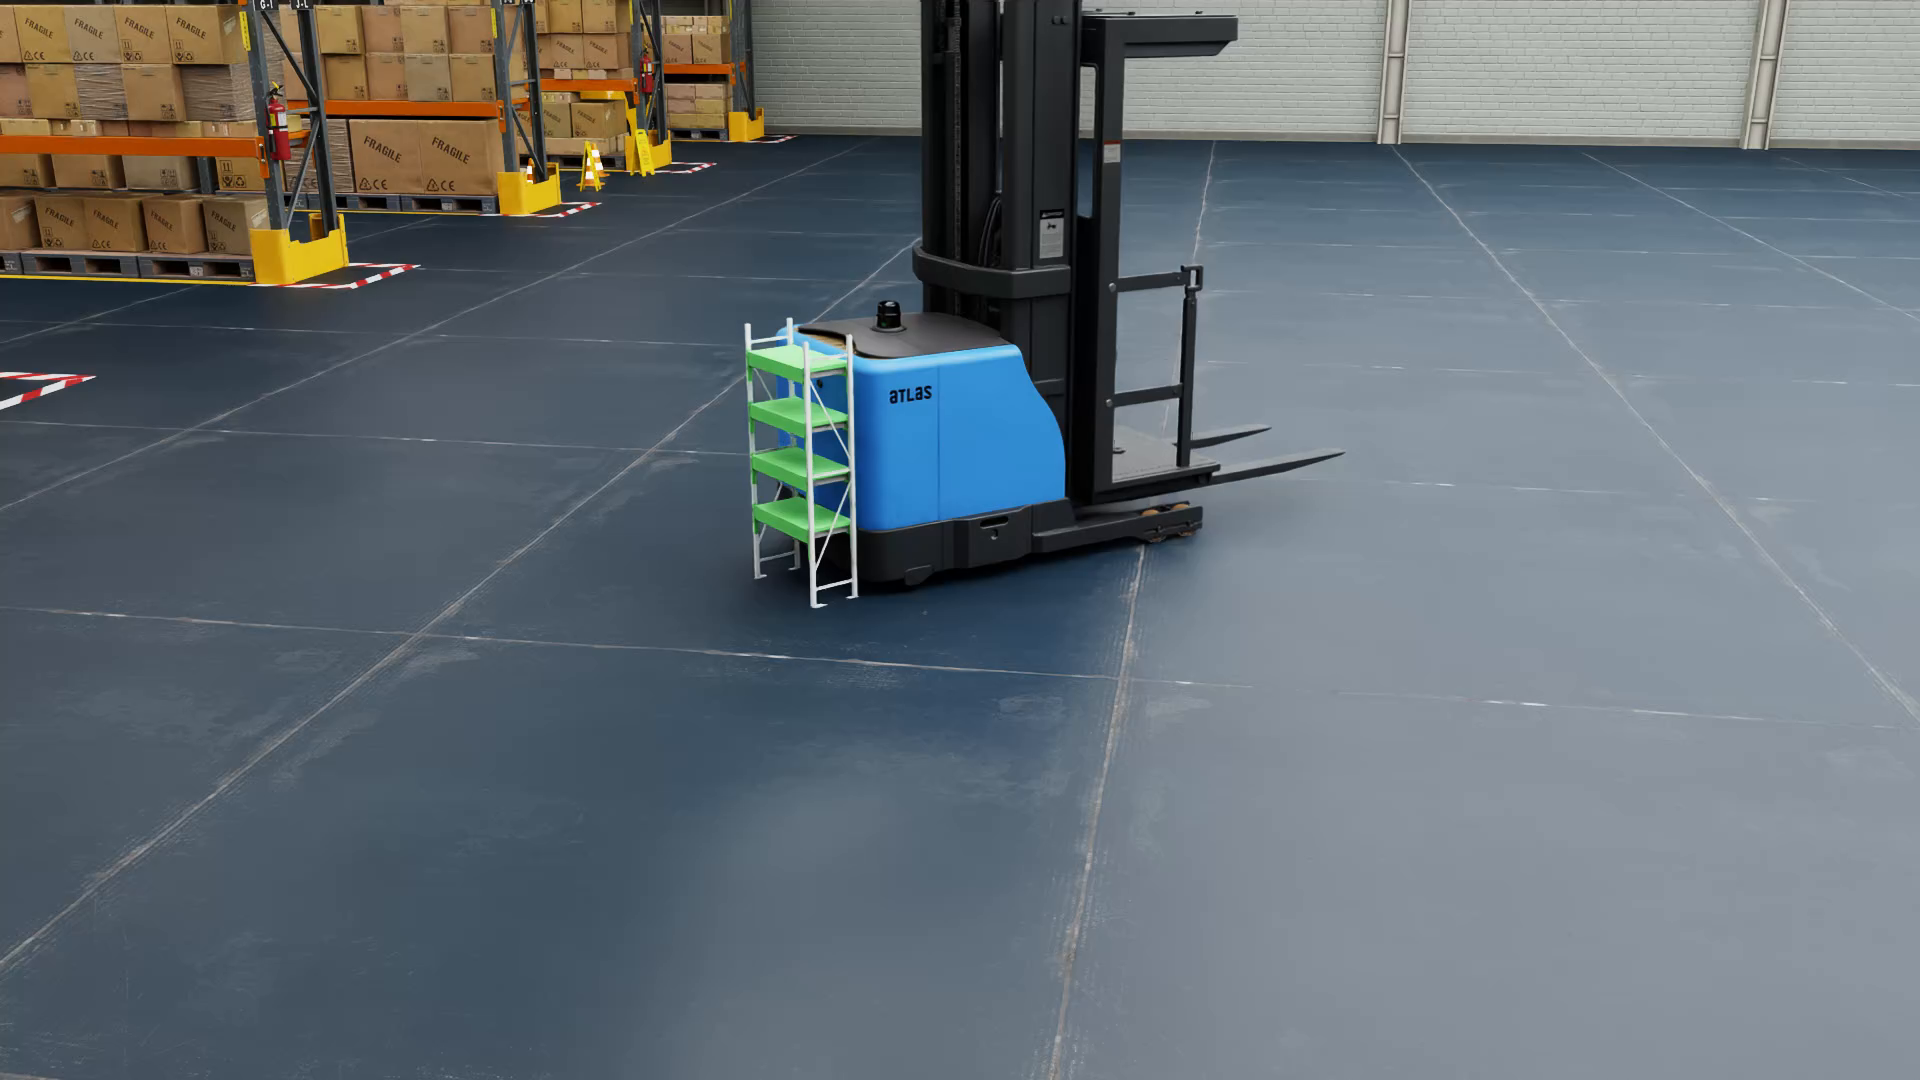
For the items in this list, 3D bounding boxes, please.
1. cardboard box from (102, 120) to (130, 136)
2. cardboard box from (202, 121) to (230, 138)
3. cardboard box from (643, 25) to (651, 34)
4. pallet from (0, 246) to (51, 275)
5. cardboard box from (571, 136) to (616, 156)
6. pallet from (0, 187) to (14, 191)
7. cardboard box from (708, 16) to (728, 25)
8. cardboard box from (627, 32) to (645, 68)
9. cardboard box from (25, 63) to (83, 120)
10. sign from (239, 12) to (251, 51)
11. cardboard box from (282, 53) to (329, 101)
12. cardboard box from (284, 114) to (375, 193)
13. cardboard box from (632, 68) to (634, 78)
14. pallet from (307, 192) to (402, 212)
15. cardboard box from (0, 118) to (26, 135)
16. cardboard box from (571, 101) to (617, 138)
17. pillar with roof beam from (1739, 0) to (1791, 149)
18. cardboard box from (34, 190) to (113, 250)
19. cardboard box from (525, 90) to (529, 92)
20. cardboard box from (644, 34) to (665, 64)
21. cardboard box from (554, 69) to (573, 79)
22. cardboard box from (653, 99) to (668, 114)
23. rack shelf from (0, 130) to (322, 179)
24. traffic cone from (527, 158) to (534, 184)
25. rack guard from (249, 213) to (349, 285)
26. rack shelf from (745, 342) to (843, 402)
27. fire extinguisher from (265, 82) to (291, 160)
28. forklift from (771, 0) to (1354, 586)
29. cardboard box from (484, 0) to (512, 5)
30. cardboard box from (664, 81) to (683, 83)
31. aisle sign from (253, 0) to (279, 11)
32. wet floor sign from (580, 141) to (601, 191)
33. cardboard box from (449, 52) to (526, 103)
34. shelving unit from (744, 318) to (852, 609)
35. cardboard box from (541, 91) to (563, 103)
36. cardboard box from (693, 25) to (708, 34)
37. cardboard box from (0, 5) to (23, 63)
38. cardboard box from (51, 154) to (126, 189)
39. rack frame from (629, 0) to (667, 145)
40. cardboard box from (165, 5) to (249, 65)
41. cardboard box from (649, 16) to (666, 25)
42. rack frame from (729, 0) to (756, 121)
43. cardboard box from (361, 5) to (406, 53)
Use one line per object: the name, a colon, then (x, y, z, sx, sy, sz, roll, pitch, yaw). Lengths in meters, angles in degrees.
cardboard box: (-7.749, -3.850, 15.478, 0.250, 0.149, 0.380, 3, 19, 9)
cardboard box: (-6.759, -3.805, 15.344, 0.250, 0.149, 0.380, 3, 19, 9)
cardboard box: (-5.500, -8.963, 29.184, 0.250, 0.149, 0.380, 3, 19, 9)
pallet: (-9.479, -2.818, 16.393, 1.213, 0.211, 1.003, 3, 19, 9)
cardboard box: (-5.491, -5.919, 24.938, 0.500, 0.250, 0.500, 3, 19, 8)
pallet: (-12.444, -4.528, 21.502, 1.213, 0.211, 1.003, 3, 19, 9)
cardboard box: (-4.230, -9.070, 29.034, 0.250, 0.149, 0.380, 3, 19, 9)
cardboard box: (-5.050, -7.366, 24.963, 0.500, 0.500, 0.500, 3, 19, 8)
cardboard box: (-8.228, -4.242, 15.626, 0.500, 0.500, 0.875, 3, 19, 9)
sign: (-6.306, -4.488, 14.666, 0.005, 0.325, 0.100, 3, 19, 9)
cardboard box: (-7.834, -5.684, 20.326, 0.550, 0.550, 0.875, 3, 19, 9)
cardboard box: (-7.760, -4.806, 20.625, 0.875, 0.875, 0.875, 3, 19, 9)
cardboard box: (-4.929, -7.029, 24.980, 0.250, 0.149, 0.380, 3, 19, 9)
pallet: (-7.314, -4.266, 20.720, 1.213, 0.211, 1.003, 3, 19, 9)
cardboard box: (-8.745, -3.884, 15.579, 0.250, 0.149, 0.380, 3, 19, 9)
cardboard box: (-5.458, -6.276, 24.822, 0.500, 0.500, 0.500, 3, 19, 9)
pillar with roof beam: (12.702, -9.529, 22.602, 0.400, 9.000, 9.100, 3, 19, 9)
cardboard box: (-8.567, -3.111, 16.151, 0.500, 0.500, 0.500, 1, 19, 4)
cardboard box: (-8.309, -7.919, 30.323, 0.625, 0.625, 0.875, 4, 19, 11)
cardboard box: (-5.387, -8.666, 29.319, 0.500, 0.500, 0.500, 3, 19, 8)
cardboard box: (-5.806, -6.900, 24.594, 0.250, 0.149, 0.380, 3, 19, 10)
cardboard box: (-5.379, -7.729, 29.558, 0.500, 0.250, 0.500, 2, 19, 7)
rack shelf: (-8.173, -3.721, 15.831, 4.000, 0.370, 1.077, 3, 19, 9)
traffic cone: (-5.611, -4.779, 21.857, 0.334, 0.463, 0.336, 3, 19, 9)
rack guard: (-6.273, -2.780, 15.824, 0.348, 0.500, 1.175, 3, 19, 9)
rack shelf: (-0.723, -0.744, 7.324, 0.258, 0.148, 0.480, -12, 22, -32)
fire extinguisher: (-6.158, -3.775, 14.980, 0.183, 0.674, 0.296, 3, 19, 9)
forklift: (0.623, -1.493, 8.147, 3.031, 2.935, 1.130, -9, 21, -26)
cardboard box: (-6.654, -7.776, 24.615, 0.500, 0.500, 0.700, 3, 19, 8)
cardboard box: (-5.273, -8.127, 29.961, 0.500, 0.250, 0.500, 3, 19, 8)
aisle sign: (-6.184, -5.097, 14.714, 0.004, 0.787, 0.394, 3, 19, 9)
wet floor sign: (-4.969, -5.013, 22.268, 0.232, 0.644, 0.267, 0, 19, -1)
cardboard box: (-5.685, -5.586, 20.035, 0.550, 0.550, 0.875, 3, 19, 9)
shelving unit: (-0.724, -0.349, 7.455, 0.258, 1.200, 0.503, -12, 22, -32)
cardboard box: (-6.079, -6.595, 24.752, 0.250, 0.149, 0.380, 3, 19, 10)
cardboard box: (-4.486, -8.910, 29.025, 0.250, 0.149, 0.380, 3, 19, 10)
cardboard box: (-8.756, -4.673, 15.341, 0.500, 0.500, 0.500, 3, 19, 9)
cardboard box: (-10.840, -4.897, 21.095, 0.750, 0.750, 1.050, 3, 19, 9)
rack frame: (-4.626, -7.066, 24.695, 0.127, 3.000, 1.000, 3, 19, 9)
cardboard box: (-6.780, -4.575, 15.046, 0.500, 0.500, 0.500, 3, 19, 9)
cardboard box: (-5.249, -9.091, 29.098, 0.250, 0.149, 0.380, 3, 19, 10)
rack frame: (-3.842, -8.622, 29.343, 0.127, 3.000, 1.000, 3, 19, 9)
cardboard box: (-6.761, -6.194, 20.150, 0.550, 0.550, 0.875, 3, 19, 9)
